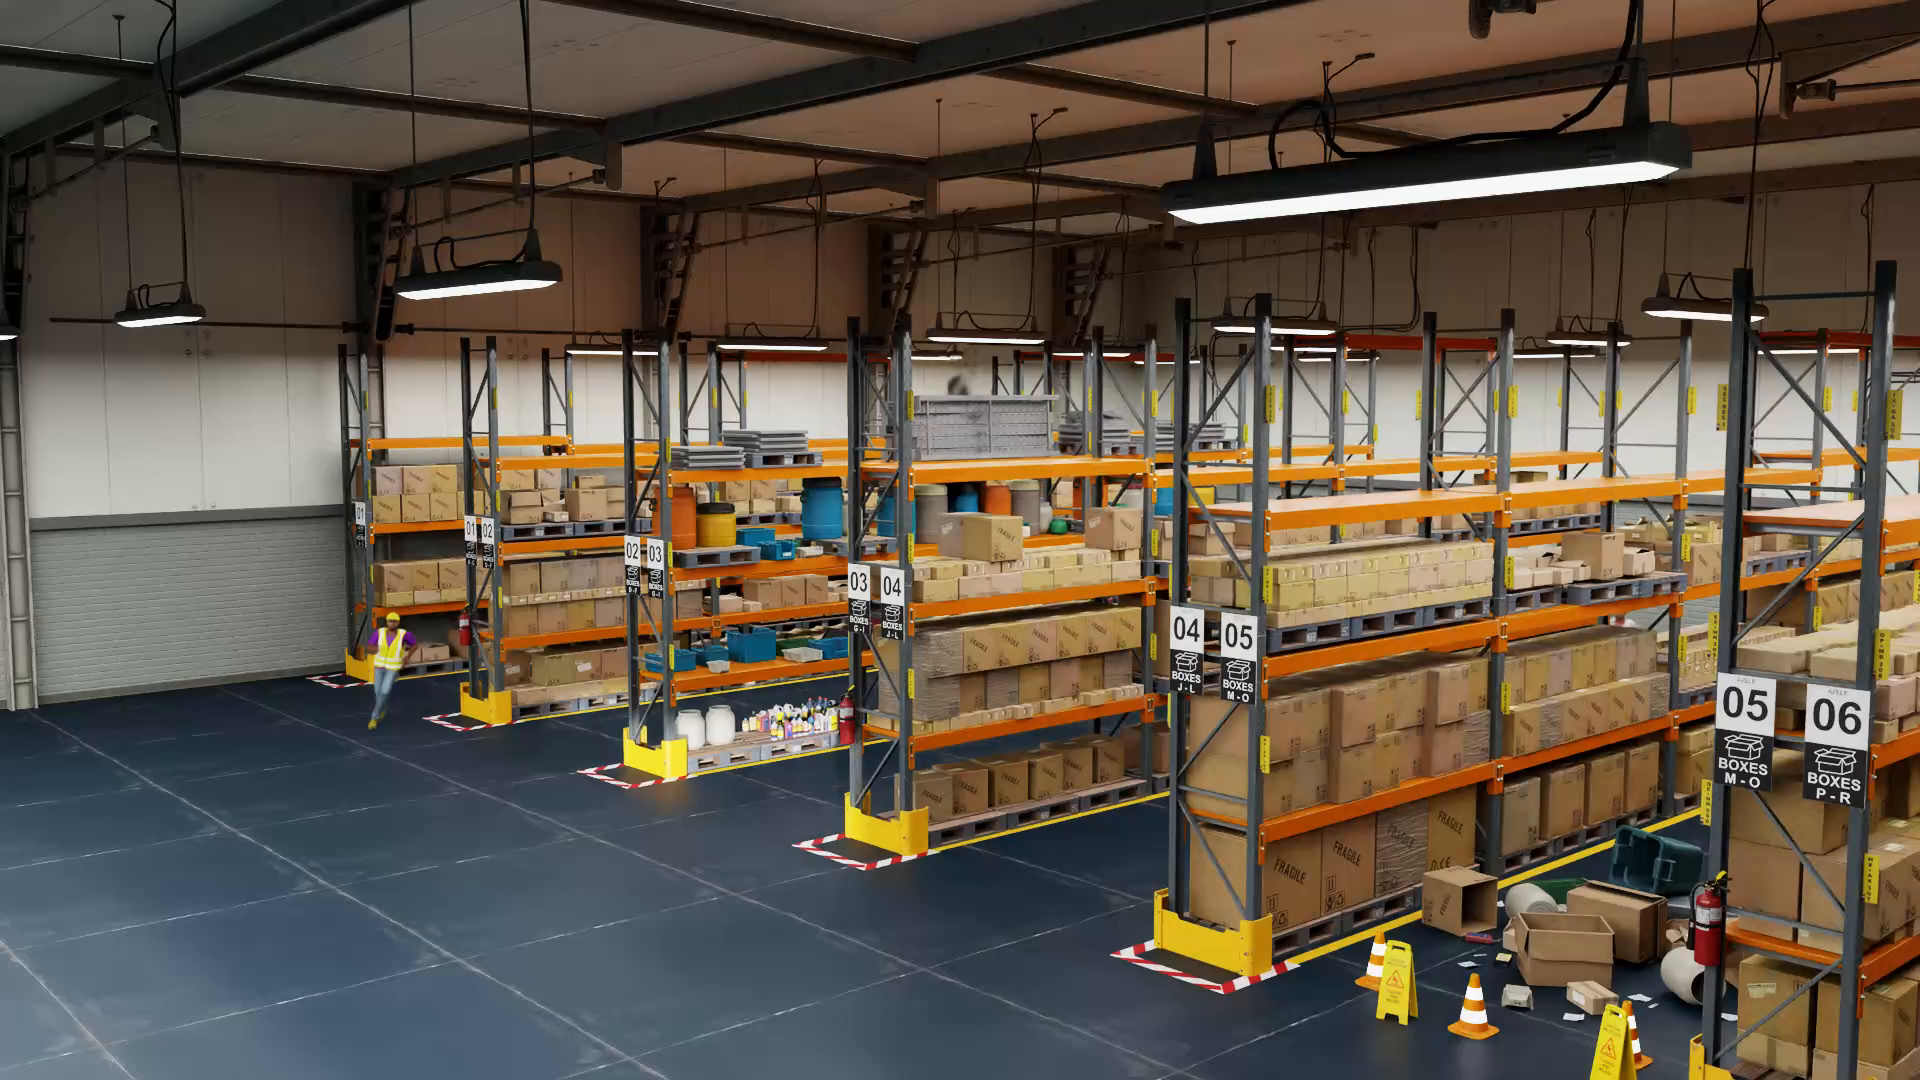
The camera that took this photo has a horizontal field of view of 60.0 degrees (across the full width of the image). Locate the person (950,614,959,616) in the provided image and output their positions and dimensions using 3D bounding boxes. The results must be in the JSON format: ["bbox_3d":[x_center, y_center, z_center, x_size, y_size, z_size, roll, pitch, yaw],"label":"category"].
[{"bbox_3d":[-0.116,1.365,29.503,0.635,1.783,0.781,4,7,39],"label":"person"}]

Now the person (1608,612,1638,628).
[{"bbox_3d":[10.637,1.882,26.712,0.615,1.786,0.996,4,7,40],"label":"person"}]

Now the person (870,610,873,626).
[{"bbox_3d":[-2.003,1.263,34.513,0.571,1.707,0.822,4,7,38],"label":"person"}]

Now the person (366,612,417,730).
[{"bbox_3d":[-8.824,1.988,25.755,0.704,1.767,0.865,0,5,0],"label":"person"}]
